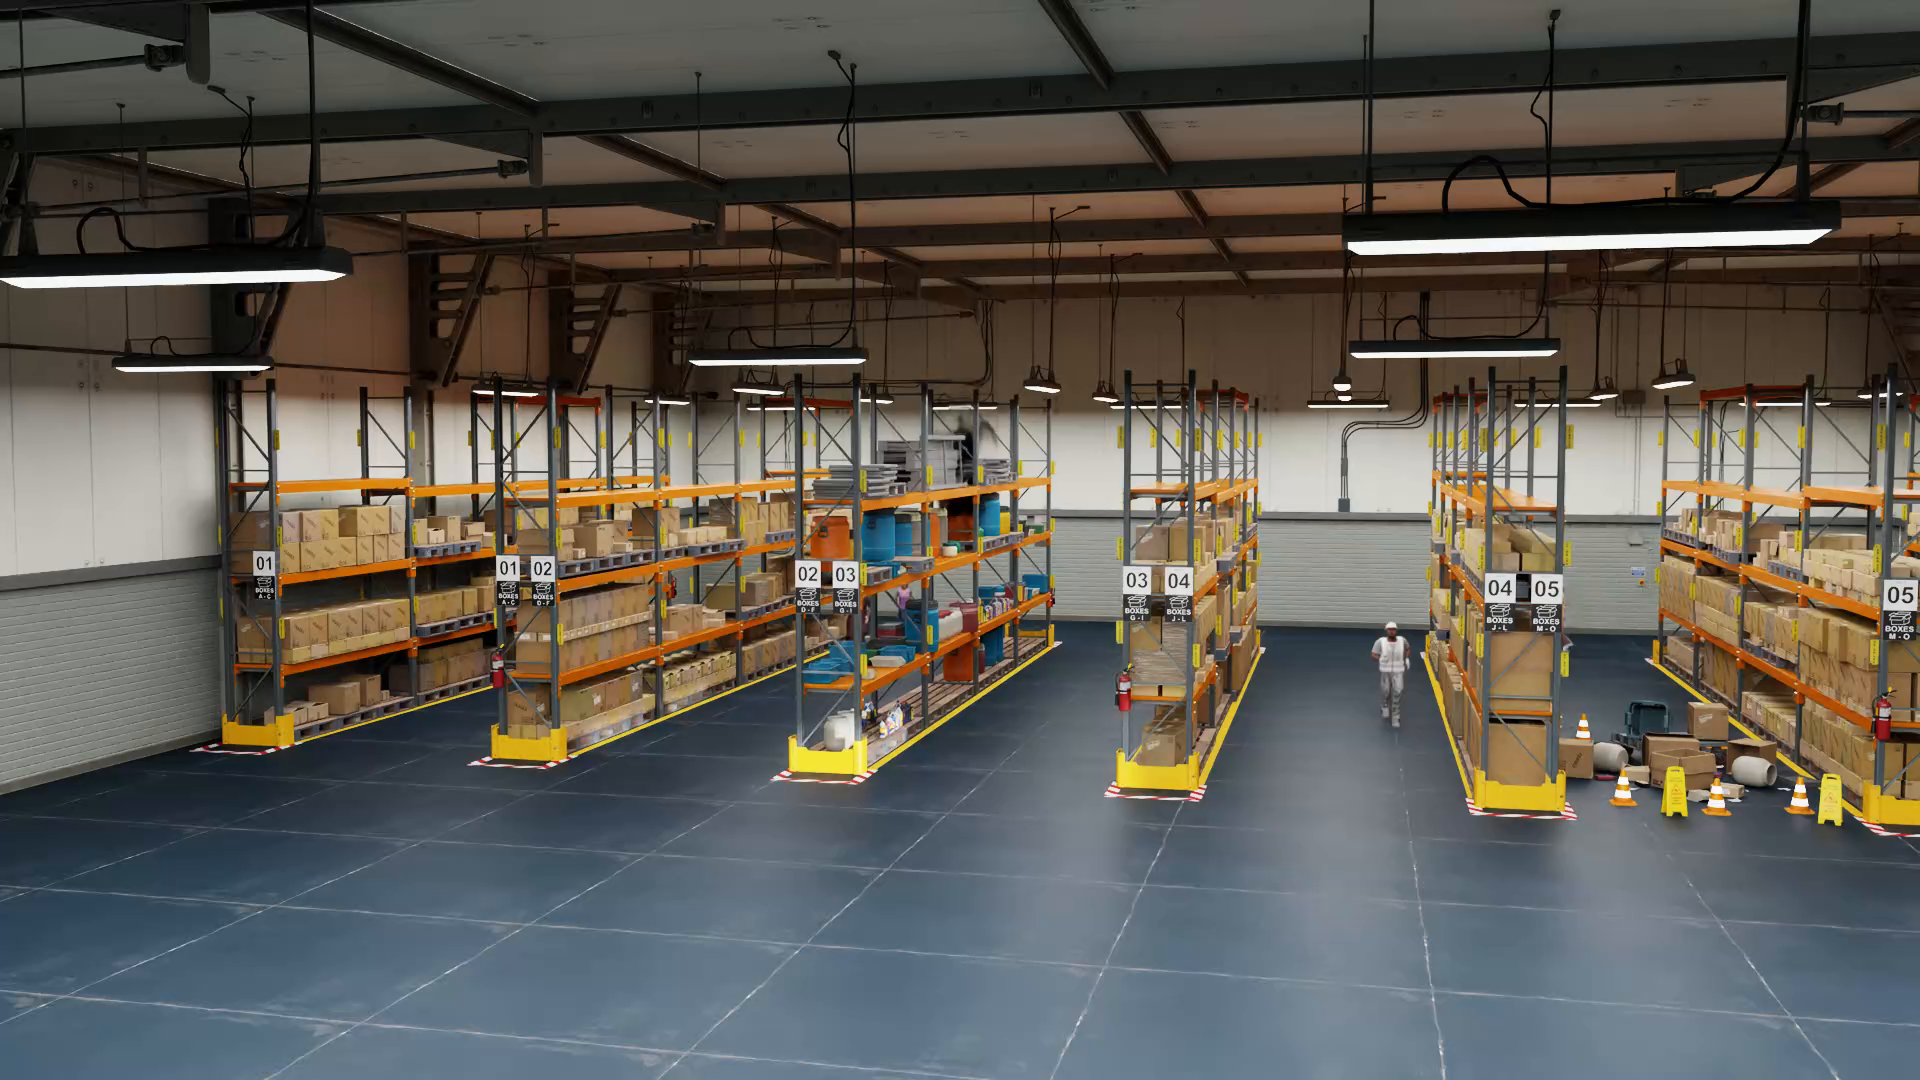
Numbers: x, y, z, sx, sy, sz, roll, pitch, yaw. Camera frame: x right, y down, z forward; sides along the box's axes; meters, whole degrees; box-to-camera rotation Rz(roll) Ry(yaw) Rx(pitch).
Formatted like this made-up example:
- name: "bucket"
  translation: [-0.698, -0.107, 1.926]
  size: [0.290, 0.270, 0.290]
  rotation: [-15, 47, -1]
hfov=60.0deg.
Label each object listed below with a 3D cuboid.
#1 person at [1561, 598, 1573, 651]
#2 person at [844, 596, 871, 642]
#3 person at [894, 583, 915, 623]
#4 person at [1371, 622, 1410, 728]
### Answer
- name: "person"
  translation: [13.867, 1.808, 38.892]
  size: [0.957, 1.667, 0.569]
  rotation: [1, 4, 15]
- name: "person"
  translation: [-2.137, 1.781, 34.538]
  size: [0.698, 1.796, 0.633]
  rotation: [0, 3, 4]
- name: "person"
  translation: [-1.386, 1.749, 41.285]
  size: [0.542, 1.554, 0.633]
  rotation: [0, 3, -5]
- name: "person"
  translation: [7.598, 2.347, 29.320]
  size: [0.686, 1.818, 0.924]
  rotation: [1, 3, 10]
